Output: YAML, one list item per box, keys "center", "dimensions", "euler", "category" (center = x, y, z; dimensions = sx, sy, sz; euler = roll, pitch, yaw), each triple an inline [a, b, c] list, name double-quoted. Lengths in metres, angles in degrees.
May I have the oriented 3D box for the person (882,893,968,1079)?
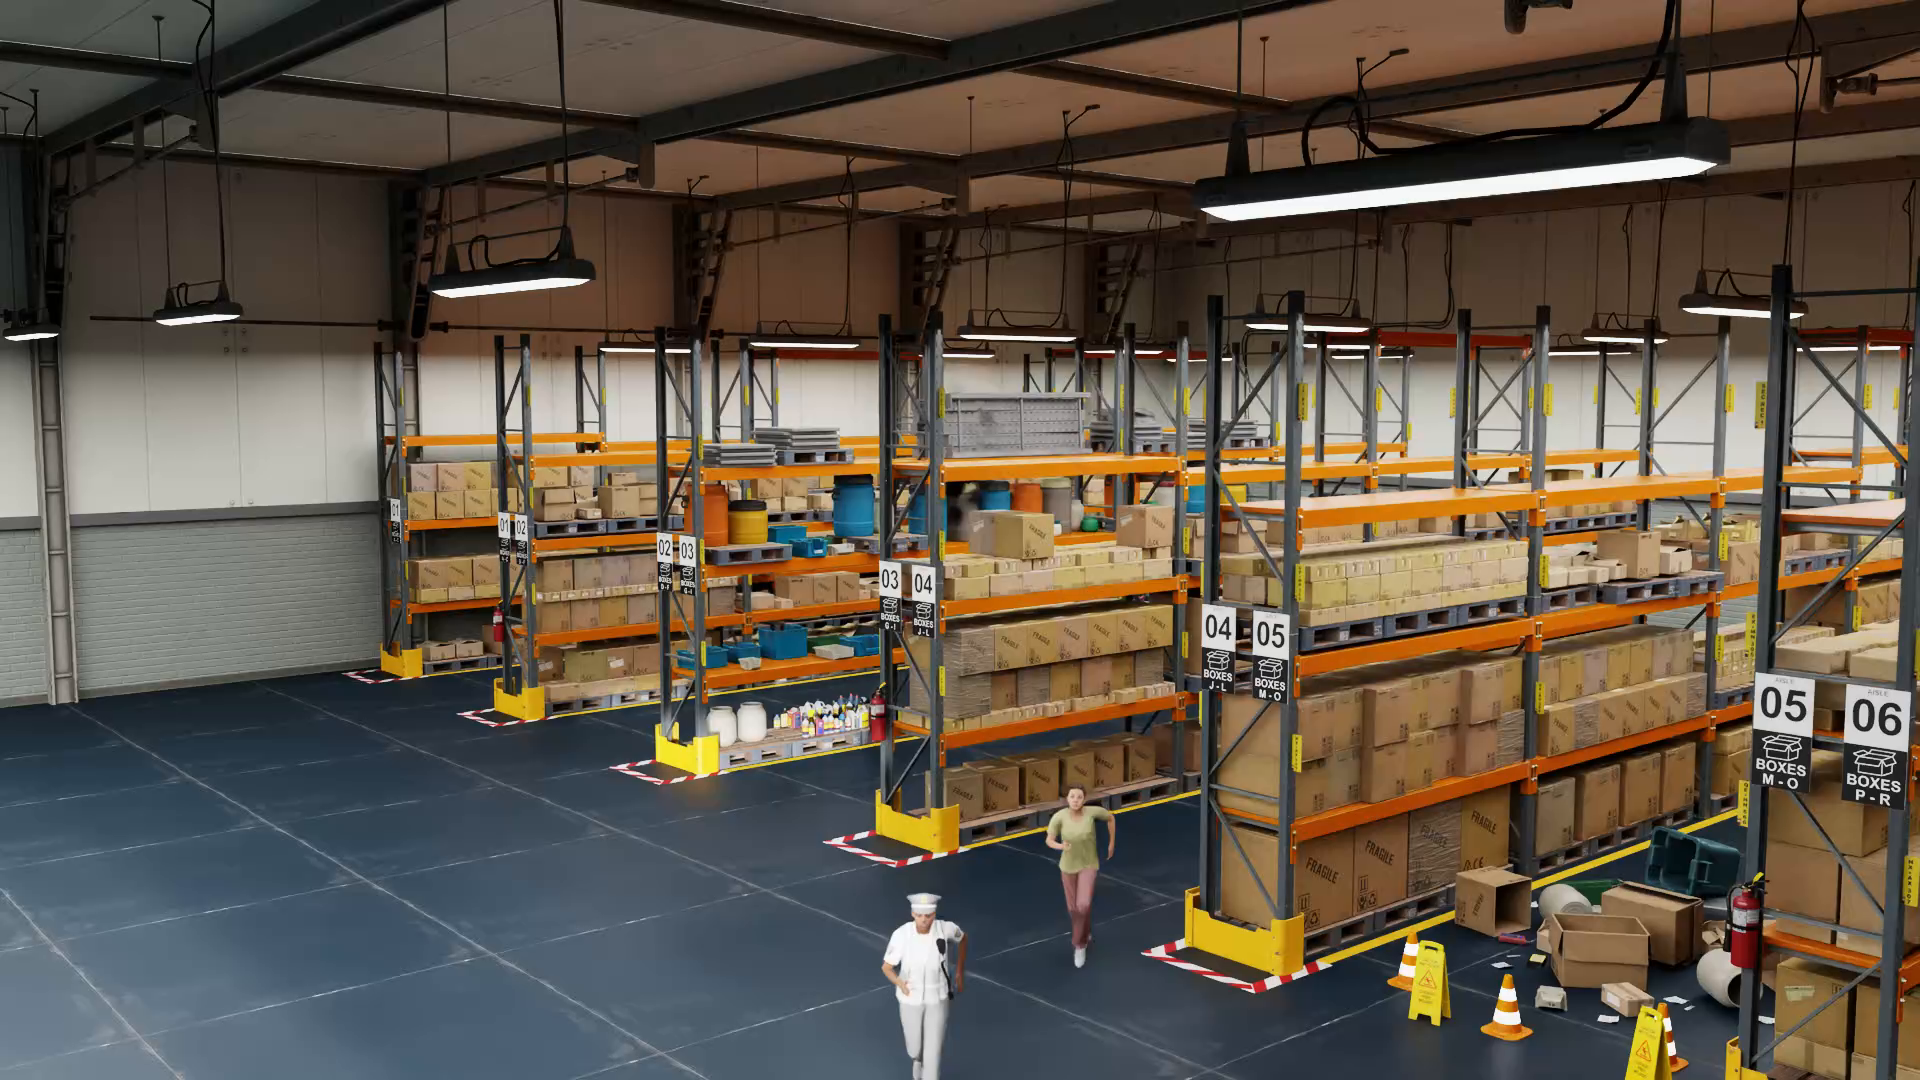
- center: [-0.246, 3.277, 11.842]
  dimensions: [0.610, 1.702, 0.948]
  euler: [0, 5, -1]
  category: "person"

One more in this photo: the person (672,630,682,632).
- center: [-5.176, 1.488, 30.762]
  dimensions: [0.676, 1.814, 0.788]
  euler: [4, 7, 40]
  category: "person"

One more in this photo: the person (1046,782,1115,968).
- center: [1.080, 2.972, 14.961]
  dimensions: [0.603, 1.661, 0.787]
  euler: [1, 5, 9]
  category: "person"
